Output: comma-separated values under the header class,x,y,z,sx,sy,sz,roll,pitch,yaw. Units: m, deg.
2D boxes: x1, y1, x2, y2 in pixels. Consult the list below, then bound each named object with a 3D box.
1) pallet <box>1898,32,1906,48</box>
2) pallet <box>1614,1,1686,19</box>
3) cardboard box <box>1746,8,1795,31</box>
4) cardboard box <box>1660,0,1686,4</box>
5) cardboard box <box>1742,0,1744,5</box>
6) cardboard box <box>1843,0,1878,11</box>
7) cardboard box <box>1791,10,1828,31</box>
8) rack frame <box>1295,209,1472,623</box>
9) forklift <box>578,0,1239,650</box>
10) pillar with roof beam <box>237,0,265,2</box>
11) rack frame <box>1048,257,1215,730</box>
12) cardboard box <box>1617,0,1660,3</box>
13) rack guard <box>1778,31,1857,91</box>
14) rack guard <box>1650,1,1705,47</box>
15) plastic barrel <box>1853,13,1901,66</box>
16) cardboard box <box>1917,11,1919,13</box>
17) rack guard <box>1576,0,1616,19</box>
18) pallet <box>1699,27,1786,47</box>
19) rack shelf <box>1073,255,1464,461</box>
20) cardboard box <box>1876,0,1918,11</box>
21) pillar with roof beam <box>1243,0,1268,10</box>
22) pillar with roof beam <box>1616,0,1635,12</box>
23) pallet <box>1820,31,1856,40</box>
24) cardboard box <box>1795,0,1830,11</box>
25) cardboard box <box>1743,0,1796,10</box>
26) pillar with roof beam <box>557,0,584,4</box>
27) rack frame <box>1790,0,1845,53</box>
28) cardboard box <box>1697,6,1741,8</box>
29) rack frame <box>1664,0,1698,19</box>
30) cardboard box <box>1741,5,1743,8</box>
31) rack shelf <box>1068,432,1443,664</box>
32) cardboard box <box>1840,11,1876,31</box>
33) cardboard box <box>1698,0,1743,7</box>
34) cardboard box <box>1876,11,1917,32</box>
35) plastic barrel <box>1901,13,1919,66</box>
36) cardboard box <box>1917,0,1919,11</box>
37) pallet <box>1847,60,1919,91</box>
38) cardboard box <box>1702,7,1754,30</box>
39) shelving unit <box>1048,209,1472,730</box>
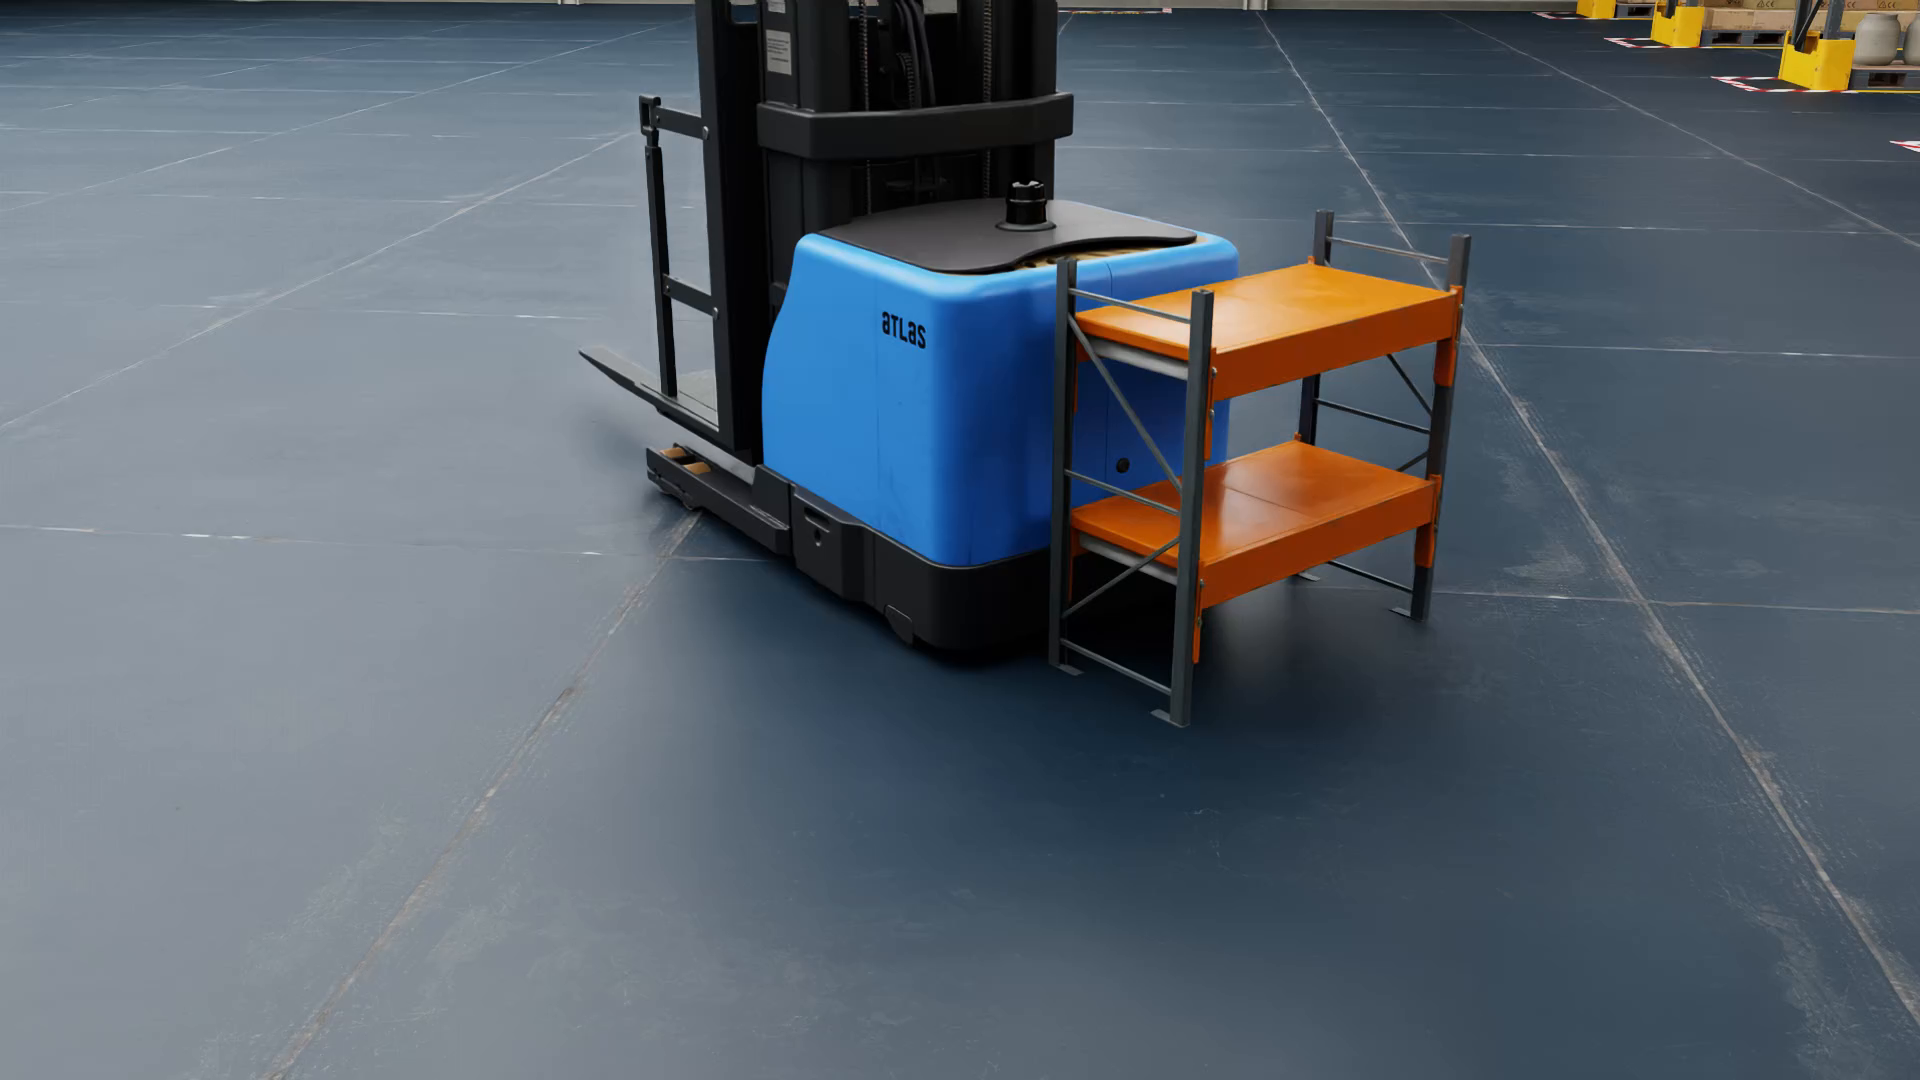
class,x,y,z,sx,sy,sz,roll,pitch,yaw
pallet,12.780,-6.633,21.930,1.213,0.211,1.003,2,22,6
pallet,11.050,-8.514,26.687,1.213,0.211,1.003,2,22,6
cardboard box,10.596,-6.845,21.842,0.500,0.250,0.500,2,22,6
cardboard box,11.414,-8.729,26.497,0.500,0.311,0.500,4,22,11
cardboard box,12.137,-8.767,26.336,0.500,0.500,0.700,1,22,3
cardboard box,11.588,-7.148,21.589,0.500,0.500,0.500,2,22,6
cardboard box,11.092,-6.823,21.787,0.500,0.250,0.500,2,22,6
rack frame,1.193,-0.355,4.808,0.032,1.125,0.500,-17,27,-37
forklift,-0.442,-1.551,5.376,1.130,2.935,3.031,-14,26,-31
pillar with roof beam,-13.371,-12.404,24.575,0.400,9.000,9.100,2,22,6
rack frame,0.414,-0.115,4.201,0.032,1.125,0.500,-17,27,-37
cardboard box,10.848,-8.753,26.559,0.500,0.311,0.500,0,22,0
rack guard,9.087,-5.096,17.650,0.348,0.500,1.175,2,22,6
rack guard,9.569,-6.892,22.192,0.348,0.500,1.175,2,22,6
plastic barrel,9.668,-5.283,17.534,0.421,0.512,0.421,0,22,0
cardboard box,12.583,-6.762,21.633,0.500,0.250,0.500,2,22,6
rack guard,10.247,-8.696,26.756,0.348,0.500,1.175,2,22,6
pallet,10.357,-6.739,22.197,1.213,0.211,1.003,2,22,6
rack shelf,0.803,-0.507,4.397,1.000,0.278,0.538,-17,27,-37
cardboard box,12.086,-7.132,21.548,0.500,0.500,0.500,2,22,6
pillar with roof beam,4.504,-11.625,22.605,0.400,9.000,9.100,2,22,6
pillar with roof beam,10.462,-11.365,21.948,0.400,9.000,9.100,2,22,6
pallet,11.565,-6.685,22.061,1.213,0.211,1.003,2,22,6
cardboard box,11.094,-7.176,21.660,0.500,0.500,0.500,2,22,6
cardboard box,10.596,-7.193,21.703,0.500,0.500,0.500,2,22,6
pillar with roof beam,-7.413,-12.144,23.918,0.400,9.000,9.100,2,22,6
rack frame,9.006,-6.245,17.156,0.127,3.000,1.000,2,22,6
cardboard box,10.160,-7.054,22.372,0.500,0.250,0.500,2,22,6
rack frame,9.592,-8.053,21.730,0.127,3.000,1.000,2,22,6
cardboard box,10.658,-7.037,22.328,0.500,0.250,0.500,2,22,6
rack shelf,0.803,-0.008,4.594,1.000,0.278,0.538,-17,27,-37
cardboard box,11.588,-6.800,21.728,0.500,0.250,0.500,2,22,6
cardboard box,10.160,-7.404,22.236,0.500,0.500,0.500,2,22,6
cardboard box,12.085,-6.778,21.674,0.500,0.250,0.500,2,22,6
plastic barrel,10.166,-5.261,17.479,0.421,0.512,0.421,0,22,0
cardboard box,12.583,-7.111,21.497,0.500,0.500,0.500,2,22,6
pallet,9.893,-4.925,17.609,1.213,0.211,1.003,2,22,6
cardboard box,10.099,-6.865,21.894,0.500,0.250,0.500,2,22,6
shelving unit,0.803,-0.235,4.504,1.048,1.125,0.538,-17,27,-37
